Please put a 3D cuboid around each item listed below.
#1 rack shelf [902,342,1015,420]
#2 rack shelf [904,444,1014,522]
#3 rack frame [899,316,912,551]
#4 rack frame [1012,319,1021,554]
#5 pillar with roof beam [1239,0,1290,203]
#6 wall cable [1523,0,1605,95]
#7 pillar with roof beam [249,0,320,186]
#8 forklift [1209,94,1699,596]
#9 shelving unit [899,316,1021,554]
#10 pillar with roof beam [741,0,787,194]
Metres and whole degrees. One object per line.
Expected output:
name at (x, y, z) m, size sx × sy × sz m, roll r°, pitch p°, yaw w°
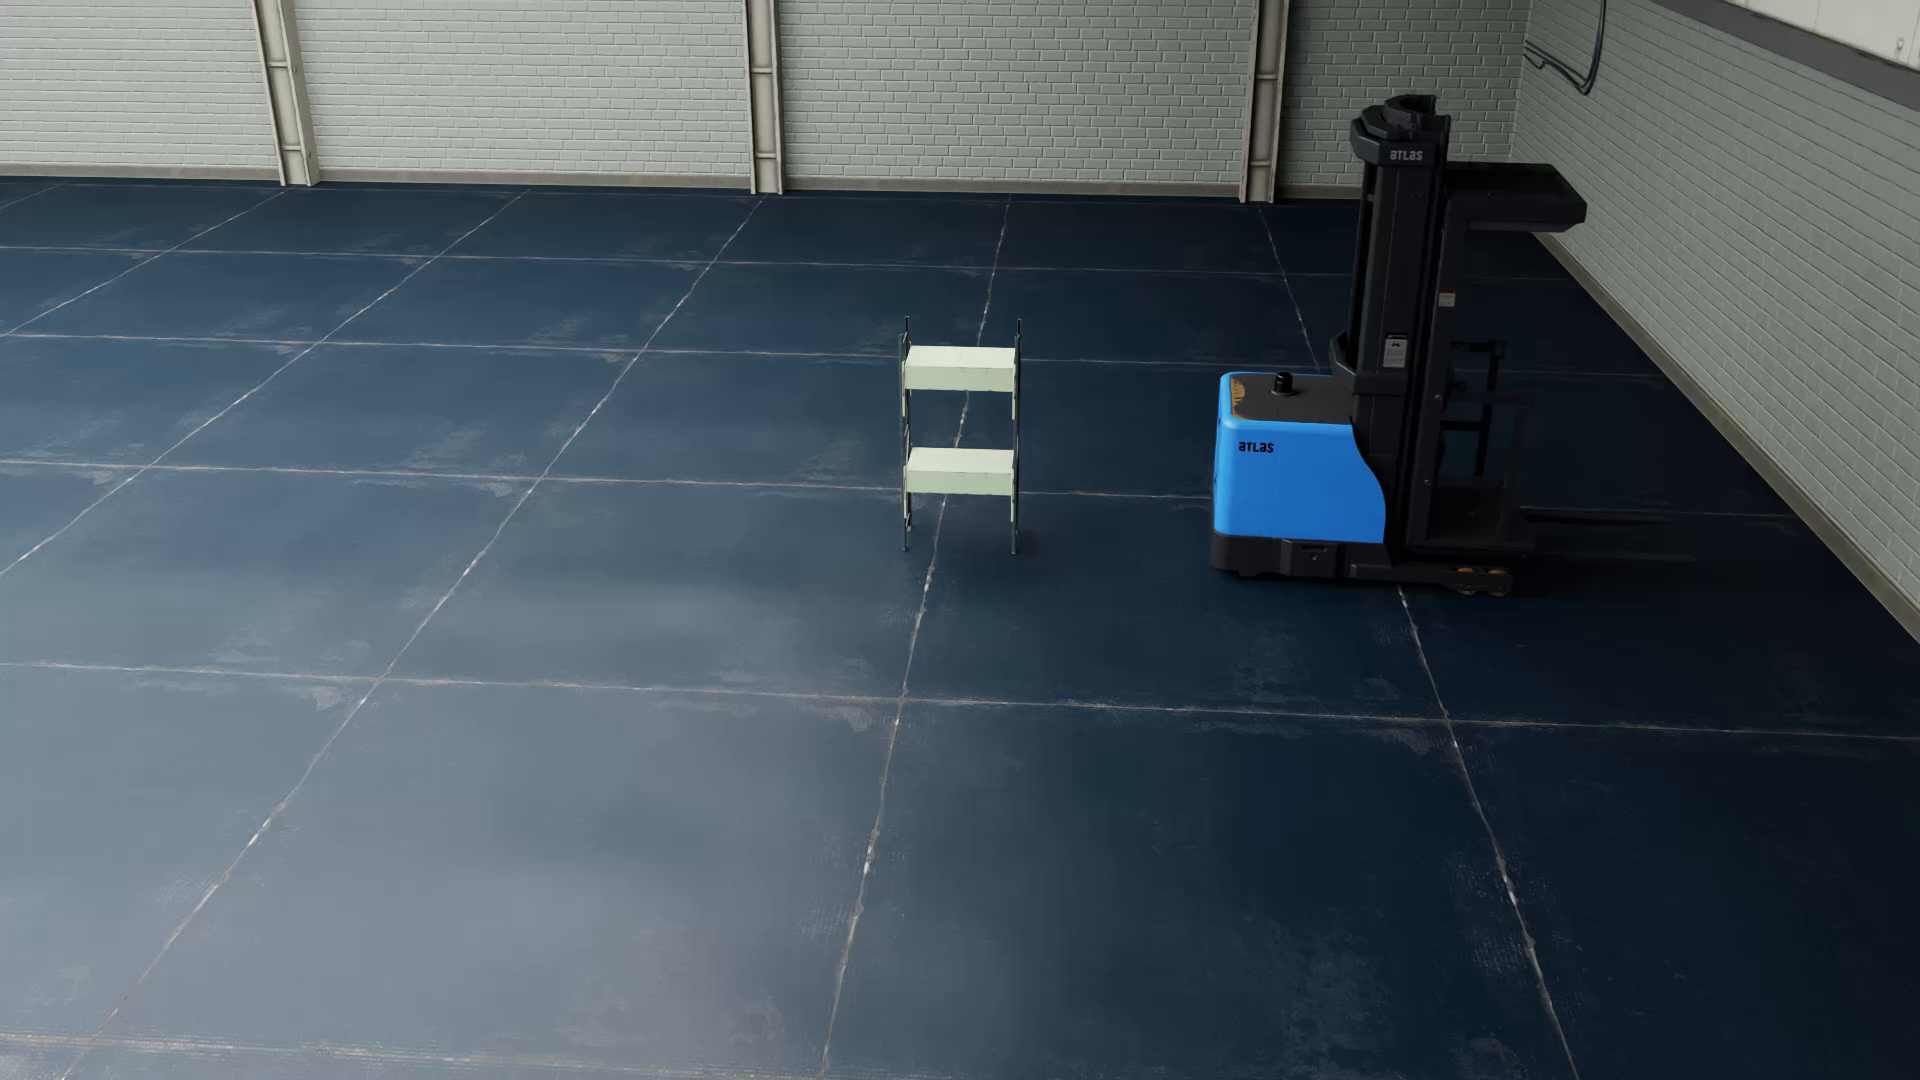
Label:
rack shelf at (0.007, -1.036, 10.773) m, size 0.720 × 0.370 × 0.431 m, roll 2°, pitch 25°, yaw 4°
rack shelf at (0.007, -0.385, 11.072) m, size 0.720 × 0.370 × 0.431 m, roll 2°, pitch 25°, yaw 4°
rack frame at (-0.358, -0.693, 10.961) m, size 0.023 × 1.500 × 0.400 m, roll 2°, pitch 25°, yaw 4°
rack frame at (0.372, -0.669, 10.911) m, size 0.023 × 1.500 × 0.400 m, roll 2°, pitch 25°, yaw 4°
pillar with roof beam at (3.279, -6.440, 14.481) m, size 0.400 × 9.000 × 9.100 m, roll 2°, pitch 25°, yaw 4°
wall cable at (6.445, -6.178, 17.626) m, size 0.112 × 2.526 × 3.097 m, roll 2°, pitch 25°, yaw 4°
pillar with roof beam at (-8.686, -6.824, 15.315) m, size 0.400 × 9.000 × 9.100 m, roll 2°, pitch 25°, yaw 4°
forklift at (3.176, -1.214, 10.383) m, size 3.031 × 2.935 × 1.130 m, roll 3°, pitch 25°, yaw 7°
shelving unit at (0.007, -0.681, 10.936) m, size 0.755 × 1.500 × 0.431 m, roll 2°, pitch 25°, yaw 4°
pillar with roof beam at (-2.704, -6.632, 14.898) m, size 0.400 × 9.000 × 9.100 m, roll 2°, pitch 25°, yaw 4°
